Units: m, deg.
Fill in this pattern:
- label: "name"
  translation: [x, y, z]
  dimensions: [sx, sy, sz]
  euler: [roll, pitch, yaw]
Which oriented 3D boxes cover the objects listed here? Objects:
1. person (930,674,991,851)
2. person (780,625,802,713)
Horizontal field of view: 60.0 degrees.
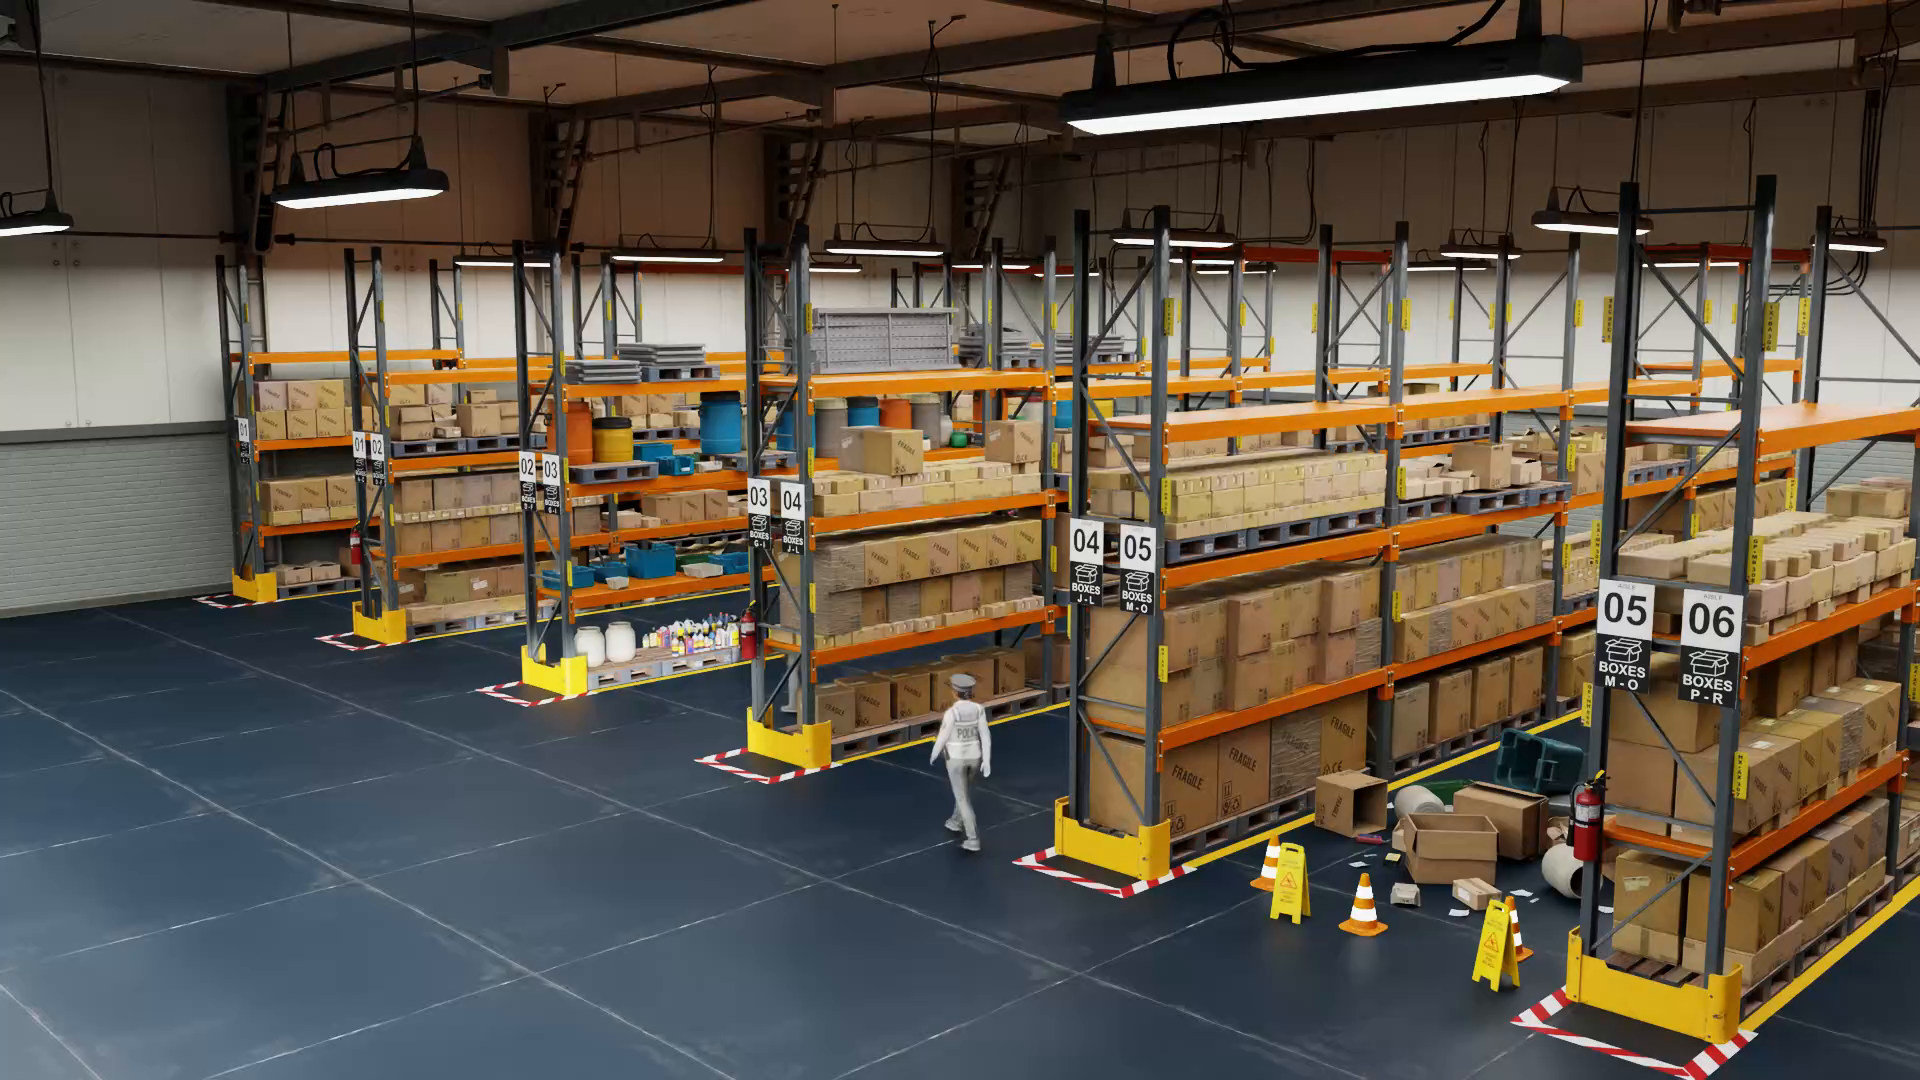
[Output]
- label: "person"
  translation: [-0.038, 2.086, 15.939]
  dimensions: [0.513, 1.644, 0.846]
  euler: [-6, 10, -37]
- label: "person"
  translation: [-2.058, 1.341, 21.151]
  dimensions: [0.401, 1.679, 0.509]
  euler: [8, 11, 43]
